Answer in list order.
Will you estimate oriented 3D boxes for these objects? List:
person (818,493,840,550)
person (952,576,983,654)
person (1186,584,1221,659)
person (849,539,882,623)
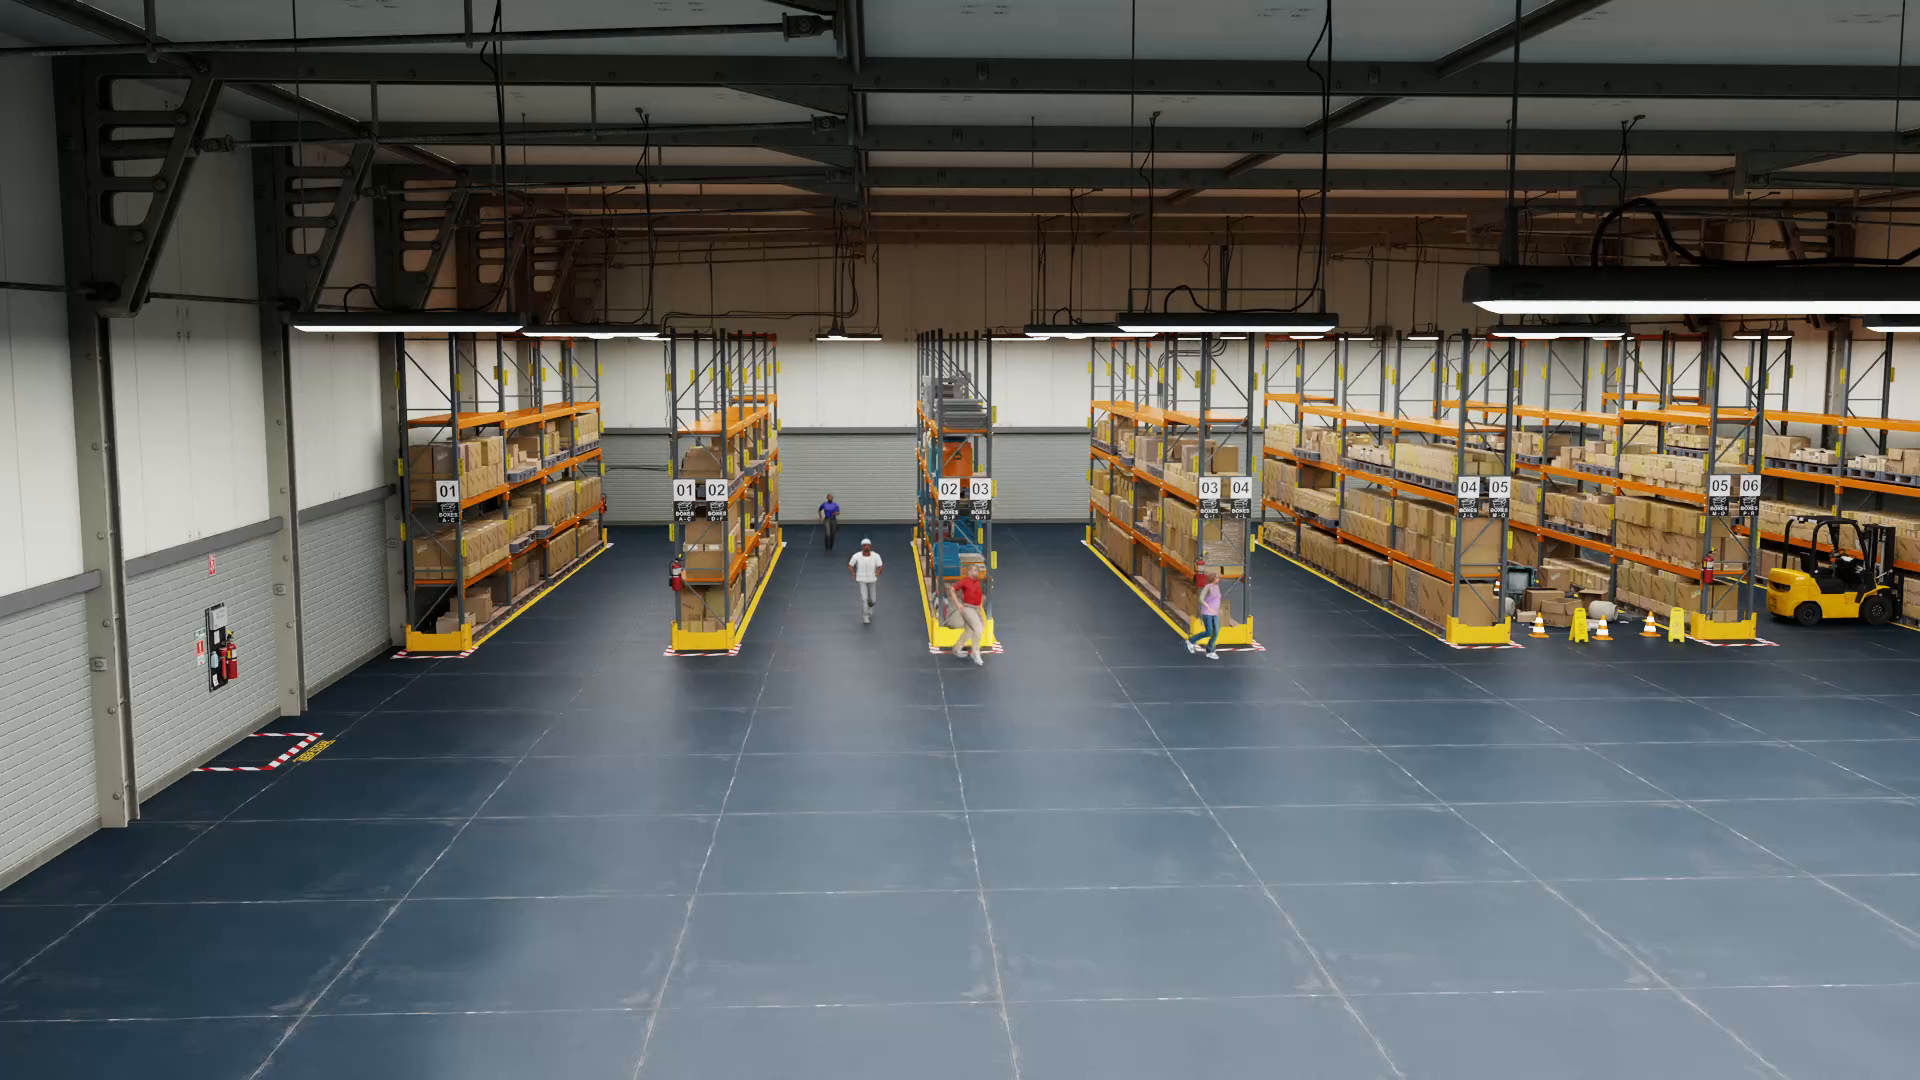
[{"bbox_3d":[-3.540,-0.509,45.215,0.547,1.540,0.745,-2,7,-15],"label":"person"},{"bbox_3d":[0.184,1.340,30.144,0.664,1.393,0.623,3,7,24],"label":"person"},{"bbox_3d":[4.569,1.470,30.544,0.661,1.347,0.585,6,9,40],"label":"person"},{"bbox_3d":[-1.934,0.834,34.271,0.681,1.724,0.753,-1,7,-9],"label":"person"}]
